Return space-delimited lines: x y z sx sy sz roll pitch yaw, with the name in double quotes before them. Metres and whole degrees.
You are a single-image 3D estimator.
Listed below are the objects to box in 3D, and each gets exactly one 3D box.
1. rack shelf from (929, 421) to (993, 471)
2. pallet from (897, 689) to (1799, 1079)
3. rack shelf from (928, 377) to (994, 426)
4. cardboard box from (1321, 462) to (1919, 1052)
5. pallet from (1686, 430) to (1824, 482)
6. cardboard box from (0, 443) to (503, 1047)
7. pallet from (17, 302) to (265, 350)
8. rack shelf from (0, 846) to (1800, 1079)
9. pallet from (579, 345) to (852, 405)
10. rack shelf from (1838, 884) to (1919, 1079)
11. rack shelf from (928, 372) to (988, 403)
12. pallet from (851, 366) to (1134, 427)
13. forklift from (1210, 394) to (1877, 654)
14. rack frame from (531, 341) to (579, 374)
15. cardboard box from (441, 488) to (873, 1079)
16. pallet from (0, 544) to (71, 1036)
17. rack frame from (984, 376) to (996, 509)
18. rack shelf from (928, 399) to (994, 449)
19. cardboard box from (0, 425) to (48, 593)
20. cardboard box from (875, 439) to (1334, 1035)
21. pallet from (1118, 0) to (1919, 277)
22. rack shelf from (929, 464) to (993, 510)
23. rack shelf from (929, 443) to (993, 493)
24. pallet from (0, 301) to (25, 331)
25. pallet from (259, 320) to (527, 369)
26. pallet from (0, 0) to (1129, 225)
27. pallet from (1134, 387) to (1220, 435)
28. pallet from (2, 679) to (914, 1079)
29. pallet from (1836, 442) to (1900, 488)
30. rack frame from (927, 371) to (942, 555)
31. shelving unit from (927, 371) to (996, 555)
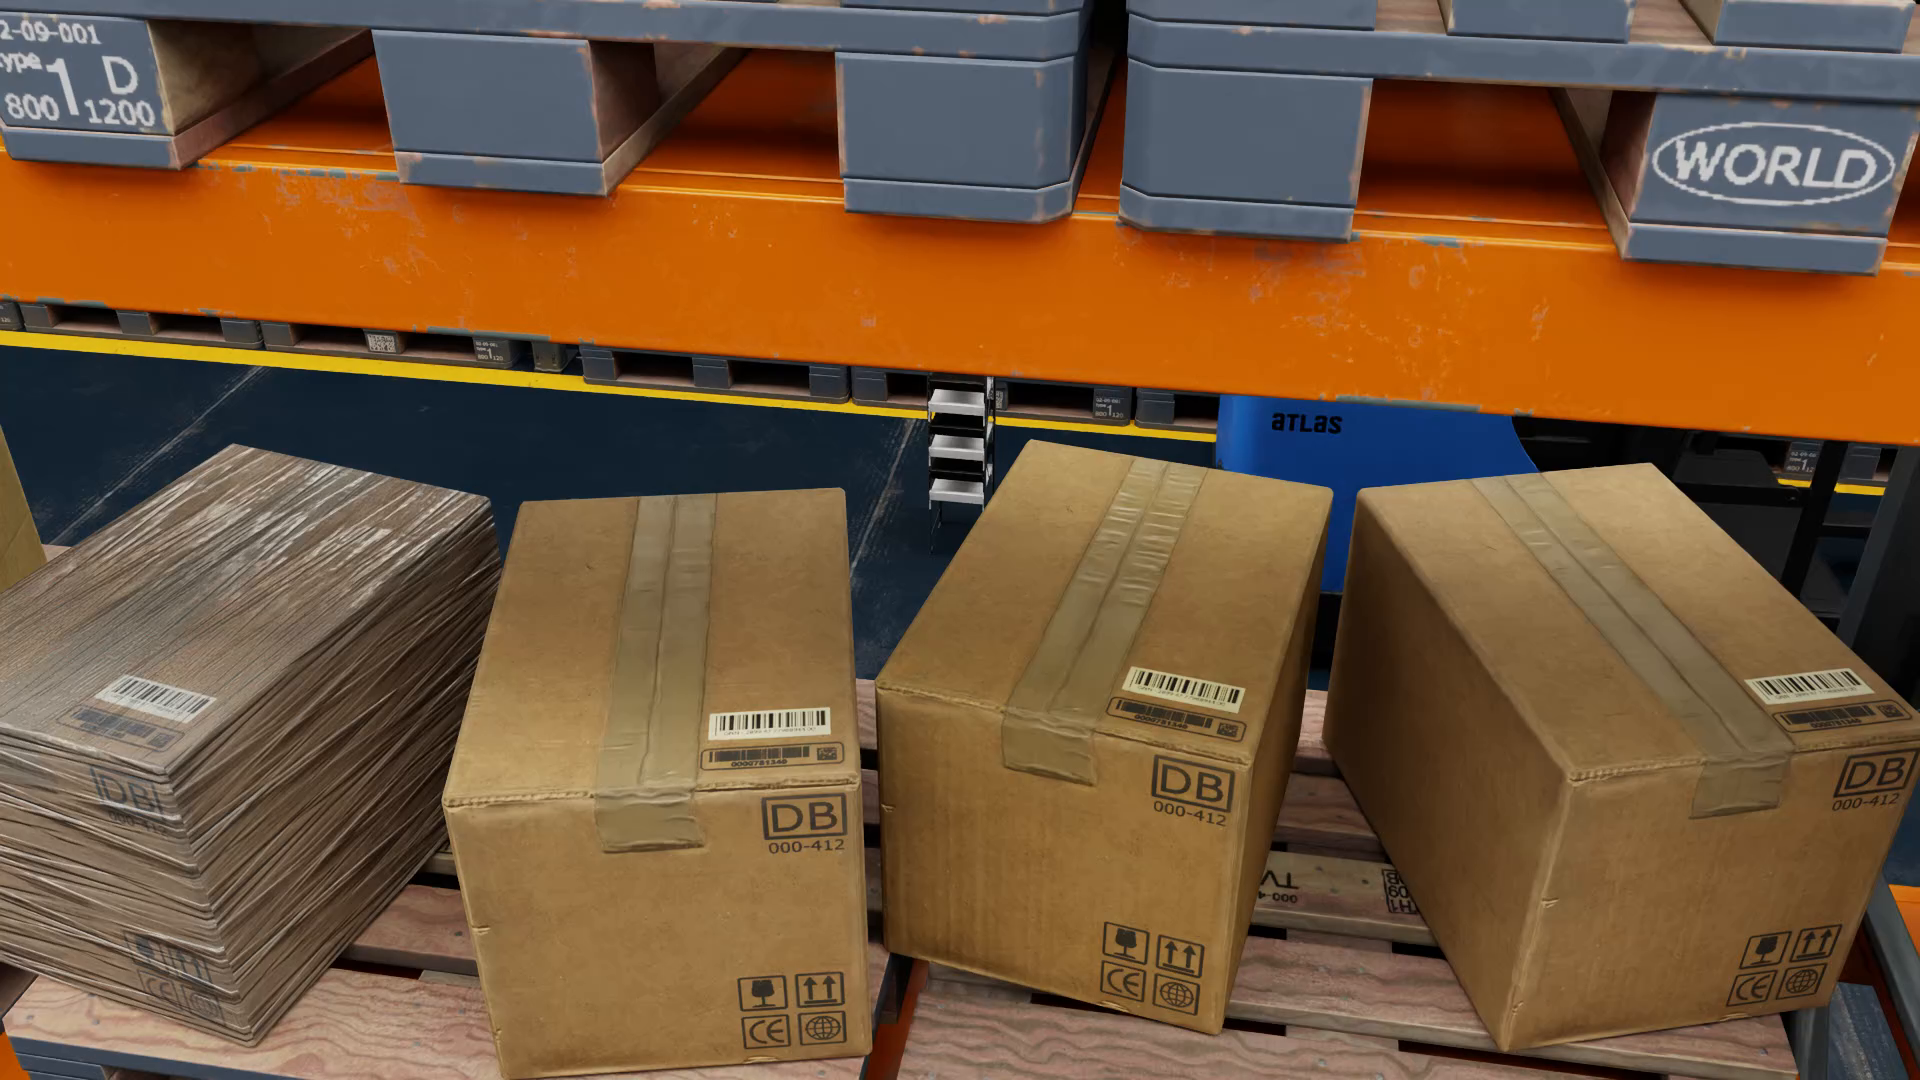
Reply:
"rack shelf" 0.008 -0.352 6.028 0.200 0.077 0.258 5 32 8
"pallet" 0.584 0.622 2.611 1.213 0.211 1.003 5 32 8
"rack shelf" 0.008 -0.505 5.932 0.200 0.077 0.258 5 32 8
"cardboard box" 0.924 0.289 2.471 0.500 0.500 0.700 -5 32 -8
"pallet" 2.920 -0.632 7.060 1.213 0.211 1.003 5 32 8
"cardboard box" -1.080 0.270 2.501 0.500 0.500 0.700 11 34 17
"pallet" -3.729 -1.278 8.093 1.213 0.211 1.003 5 32 8
"rack shelf" -0.618 0.795 2.831 4.000 0.370 1.077 5 32 8
"pallet" -0.995 -0.988 7.629 1.213 0.211 1.003 5 32 8
"rack shelf" 3.325 1.152 2.260 4.000 0.370 1.077 5 32 8
"rack shelf" 0.008 -0.581 5.884 0.200 0.077 0.258 5 32 8
"pallet" 0.204 -0.878 7.453 1.213 0.211 1.003 5 32 8
"forklift" 2.398 -1.010 5.101 3.031 2.935 1.130 4 32 6
"rack frame" -1.760 -2.280 7.065 0.127 3.000 1.000 5 32 8
"cardboard box" -0.399 0.323 2.417 0.500 0.500 0.700 -3 32 -4
"pallet" -1.910 0.417 2.938 1.003 0.211 1.213 5 32 8
"rack frame" 0.108 -0.372 5.996 0.006 0.900 0.240 5 32 8
"rack shelf" 0.008 -0.429 5.980 0.200 0.077 0.258 5 32 8
"cardboard box" -1.950 0.088 2.791 0.500 0.500 0.700 -5 32 -8
"cardboard box" 0.236 0.261 2.516 0.500 0.500 0.700 10 33 16
"pallet" 0.722 -0.618 1.760 1.003 0.211 1.213 5 32 8
"rack shelf" 0.008 -0.200 6.123 0.200 0.077 0.258 5 32 8
"rack shelf" 0.008 -0.276 6.076 0.200 0.077 0.258 5 32 8
"pallet" -4.935 -1.386 8.265 1.213 0.211 1.003 5 32 8
"pallet" -2.530 -1.168 7.917 1.213 0.211 1.003 5 32 8
"pallet" -0.301 -0.709 1.906 1.003 0.211 1.213 5 32 8
"pallet" 1.410 -0.770 7.281 1.213 0.211 1.003 5 32 8
"pallet" -0.672 0.564 2.702 1.213 0.211 1.003 5 32 8
"pallet" 4.126 -0.524 6.888 1.213 0.211 1.003 5 32 8
"rack frame" -0.092 -0.390 6.025 0.006 0.900 0.240 5 32 8
"shelving unit" 0.008 -0.381 6.010 0.210 0.900 0.258 5 32 8
